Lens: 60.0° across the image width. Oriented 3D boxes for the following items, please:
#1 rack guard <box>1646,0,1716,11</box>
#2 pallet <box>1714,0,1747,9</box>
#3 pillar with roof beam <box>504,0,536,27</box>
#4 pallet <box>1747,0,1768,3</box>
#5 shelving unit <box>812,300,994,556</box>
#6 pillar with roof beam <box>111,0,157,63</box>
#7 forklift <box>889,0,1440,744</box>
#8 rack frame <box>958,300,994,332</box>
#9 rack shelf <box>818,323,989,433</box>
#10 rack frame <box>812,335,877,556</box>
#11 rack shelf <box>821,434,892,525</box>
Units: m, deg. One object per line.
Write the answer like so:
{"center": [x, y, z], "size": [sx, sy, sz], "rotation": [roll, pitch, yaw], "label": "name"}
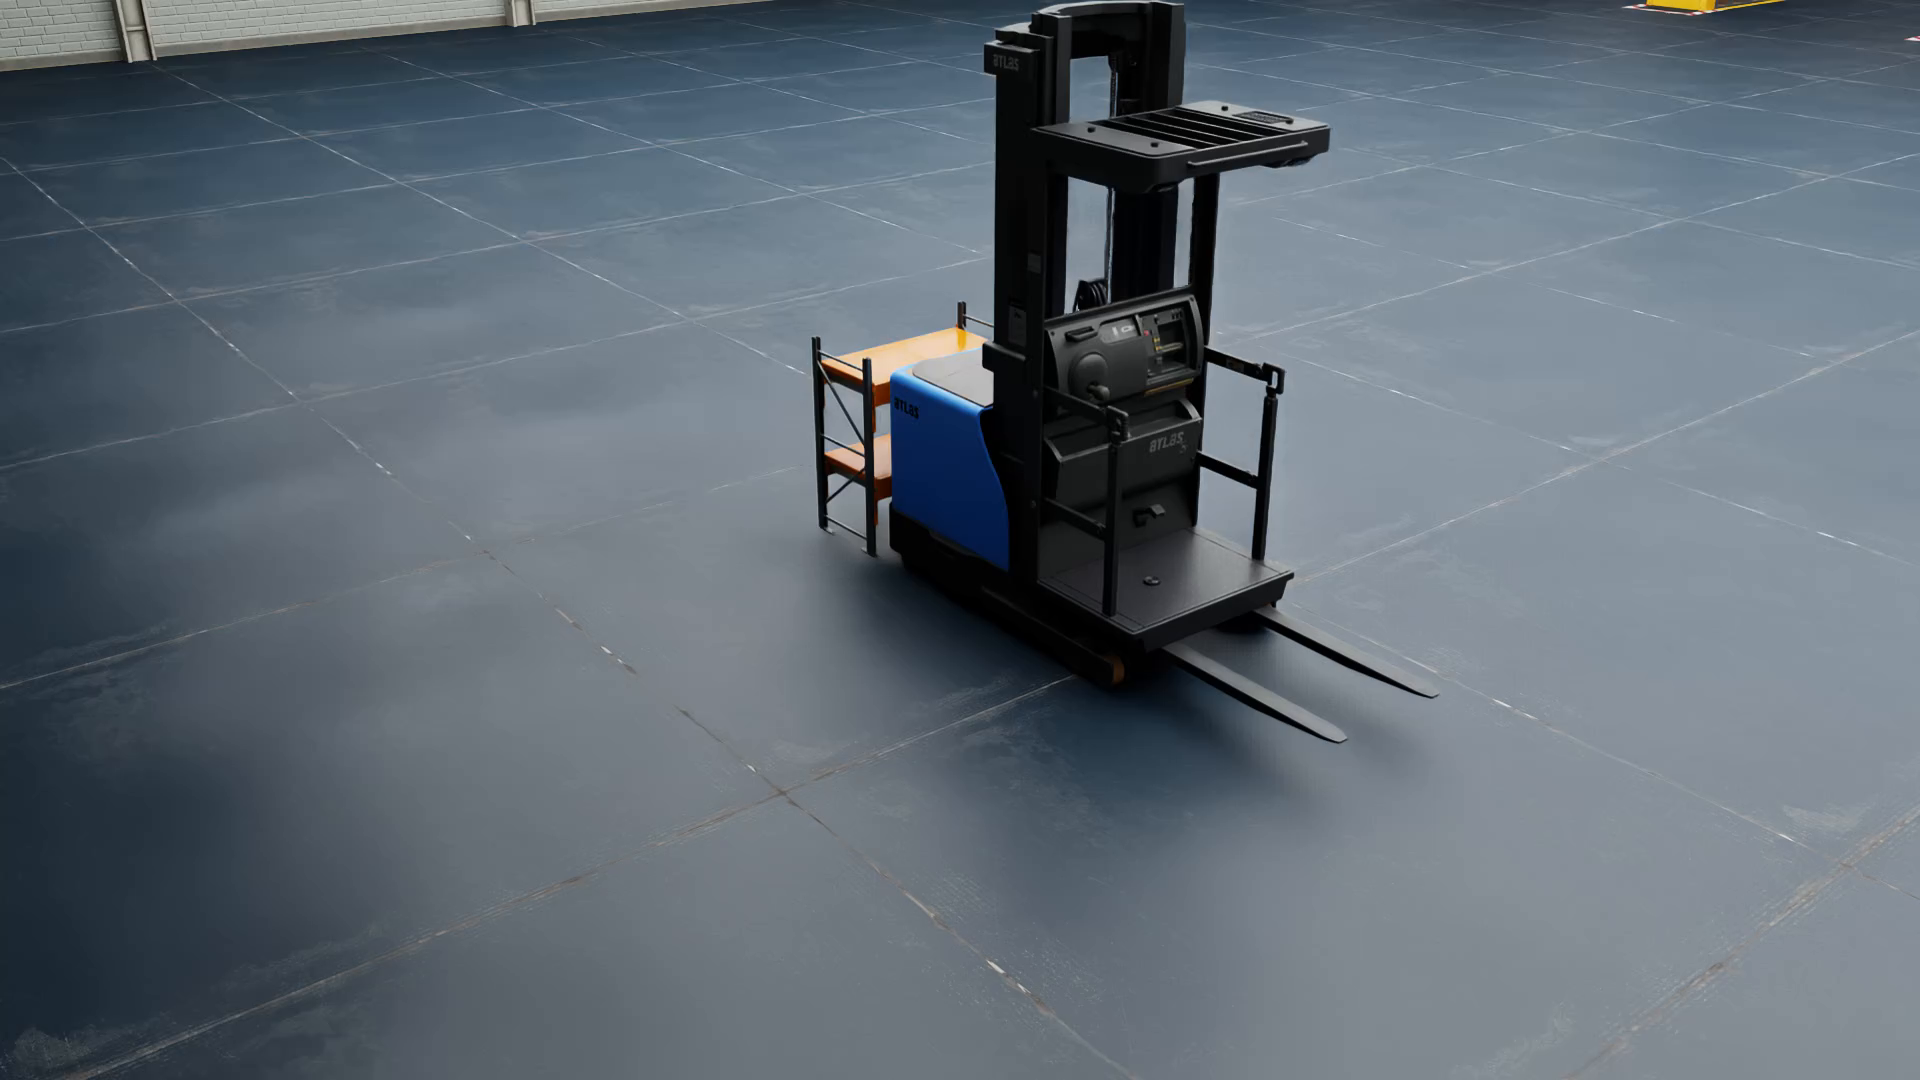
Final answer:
{"center": [12.944, -9.813, 29.800], "size": [0.348, 0.500, 1.175], "rotation": [-18, 31, -34], "label": "rack guard"}
{"center": [13.587, -9.891, 30.312], "size": [1.213, 0.211, 1.003], "rotation": [-18, 31, -34], "label": "pallet"}
{"center": [-4.691, -11.281, 22.868], "size": [0.400, 9.000, 9.100], "rotation": [-18, 31, -34], "label": "pillar with roof beam"}
{"center": [14.546, -10.206, 30.991], "size": [1.213, 0.211, 1.003], "rotation": [-18, 31, -34], "label": "pallet"}
{"center": [-0.235, -0.643, 9.298], "size": [1.048, 1.125, 0.538], "rotation": [-19, 31, -35], "label": "shelving unit"}
{"center": [-9.412, -9.723, 19.510], "size": [0.400, 9.000, 9.100], "rotation": [-18, 31, -34], "label": "pillar with roof beam"}
{"center": [0.915, -0.875, 7.654], "size": [1.130, 2.935, 3.031], "rotation": [-18, 30, -34], "label": "forklift"}
{"center": [0.157, -0.779, 9.592], "size": [0.032, 1.125, 0.500], "rotation": [-19, 31, -35], "label": "rack frame"}
{"center": [-0.235, -0.908, 9.175], "size": [1.000, 0.278, 0.538], "rotation": [-19, 31, -35], "label": "rack shelf"}
{"center": [-0.627, -0.506, 9.004], "size": [0.032, 1.125, 0.500], "rotation": [-19, 31, -35], "label": "rack frame"}
{"center": [-0.235, -0.421, 9.401], "size": [1.000, 0.278, 0.538], "rotation": [-19, 31, -35], "label": "rack shelf"}
